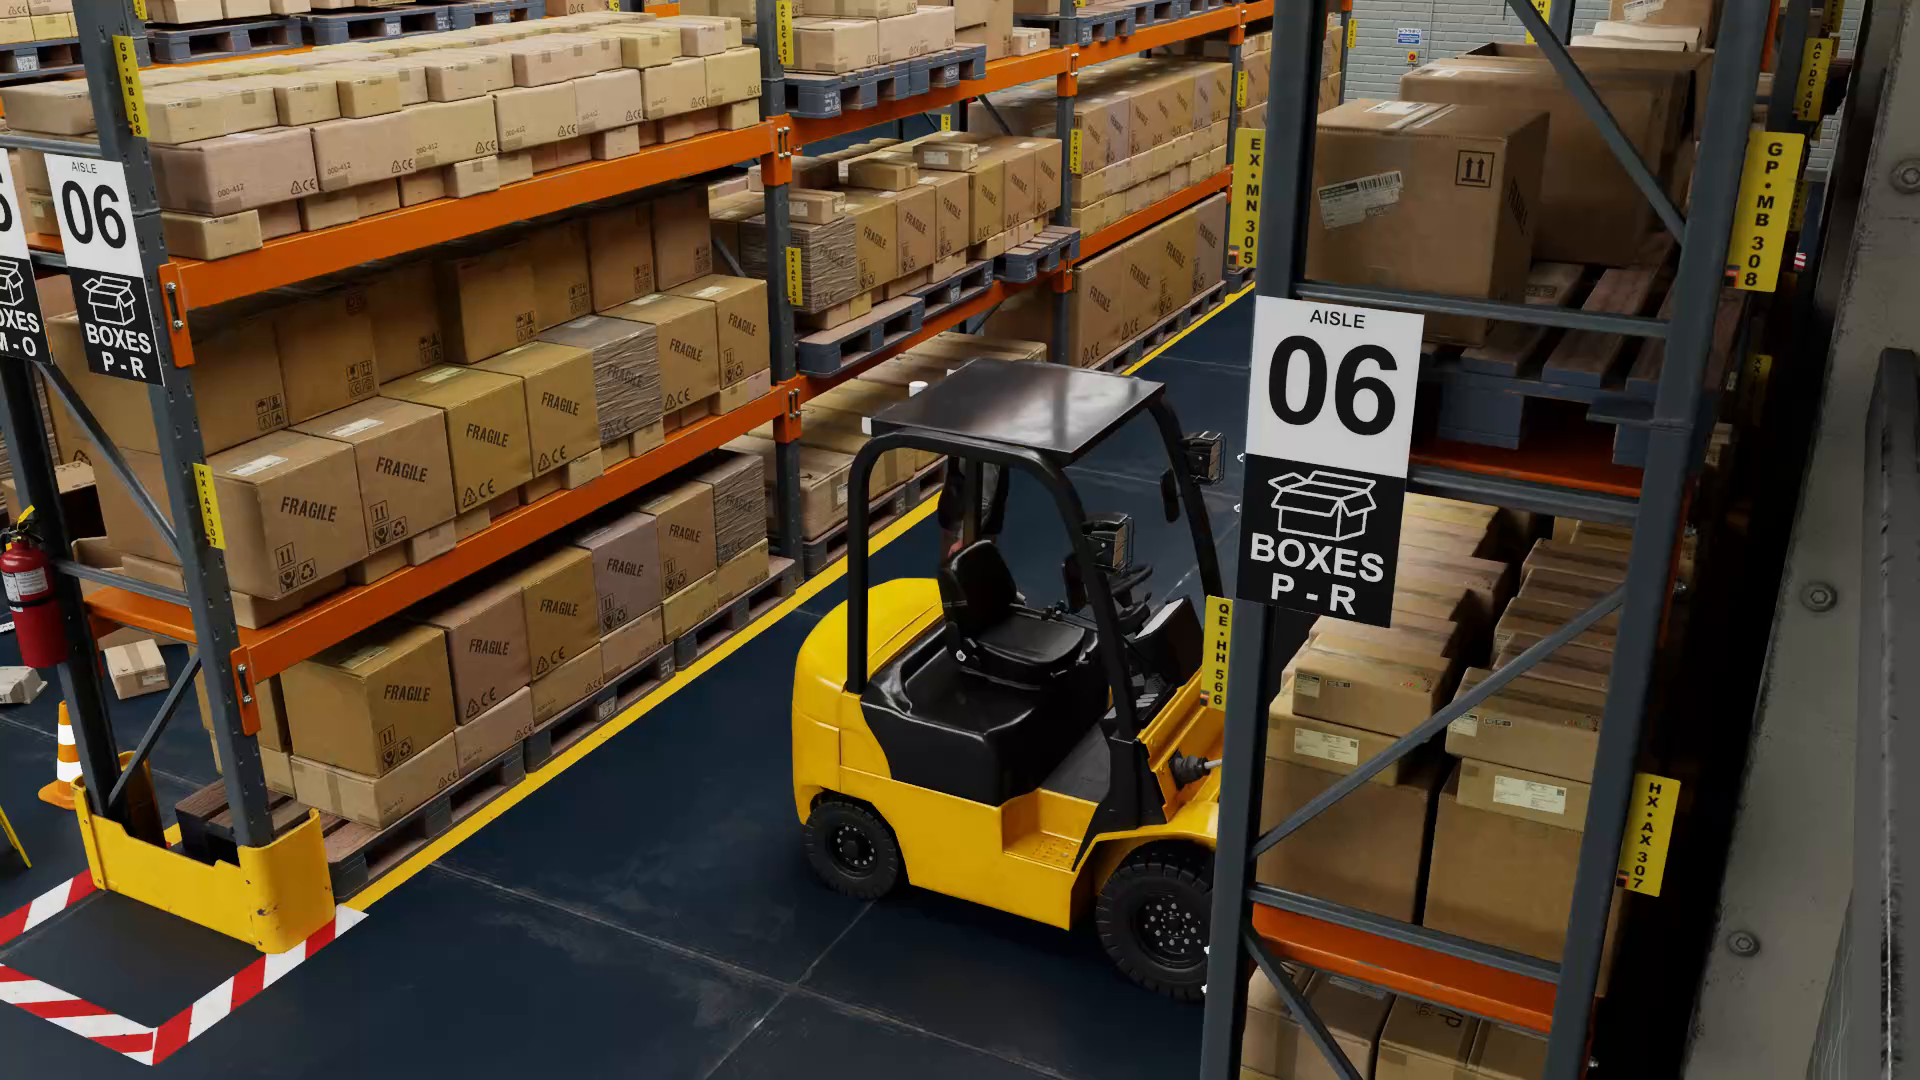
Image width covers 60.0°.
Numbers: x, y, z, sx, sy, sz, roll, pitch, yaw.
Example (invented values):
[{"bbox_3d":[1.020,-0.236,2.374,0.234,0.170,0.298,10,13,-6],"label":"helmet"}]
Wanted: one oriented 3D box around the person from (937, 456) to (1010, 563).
[{"bbox_3d":[-0.023,-0.066,8.762,0.568,1.720,0.632,-1,23,-2],"label":"person"}]
